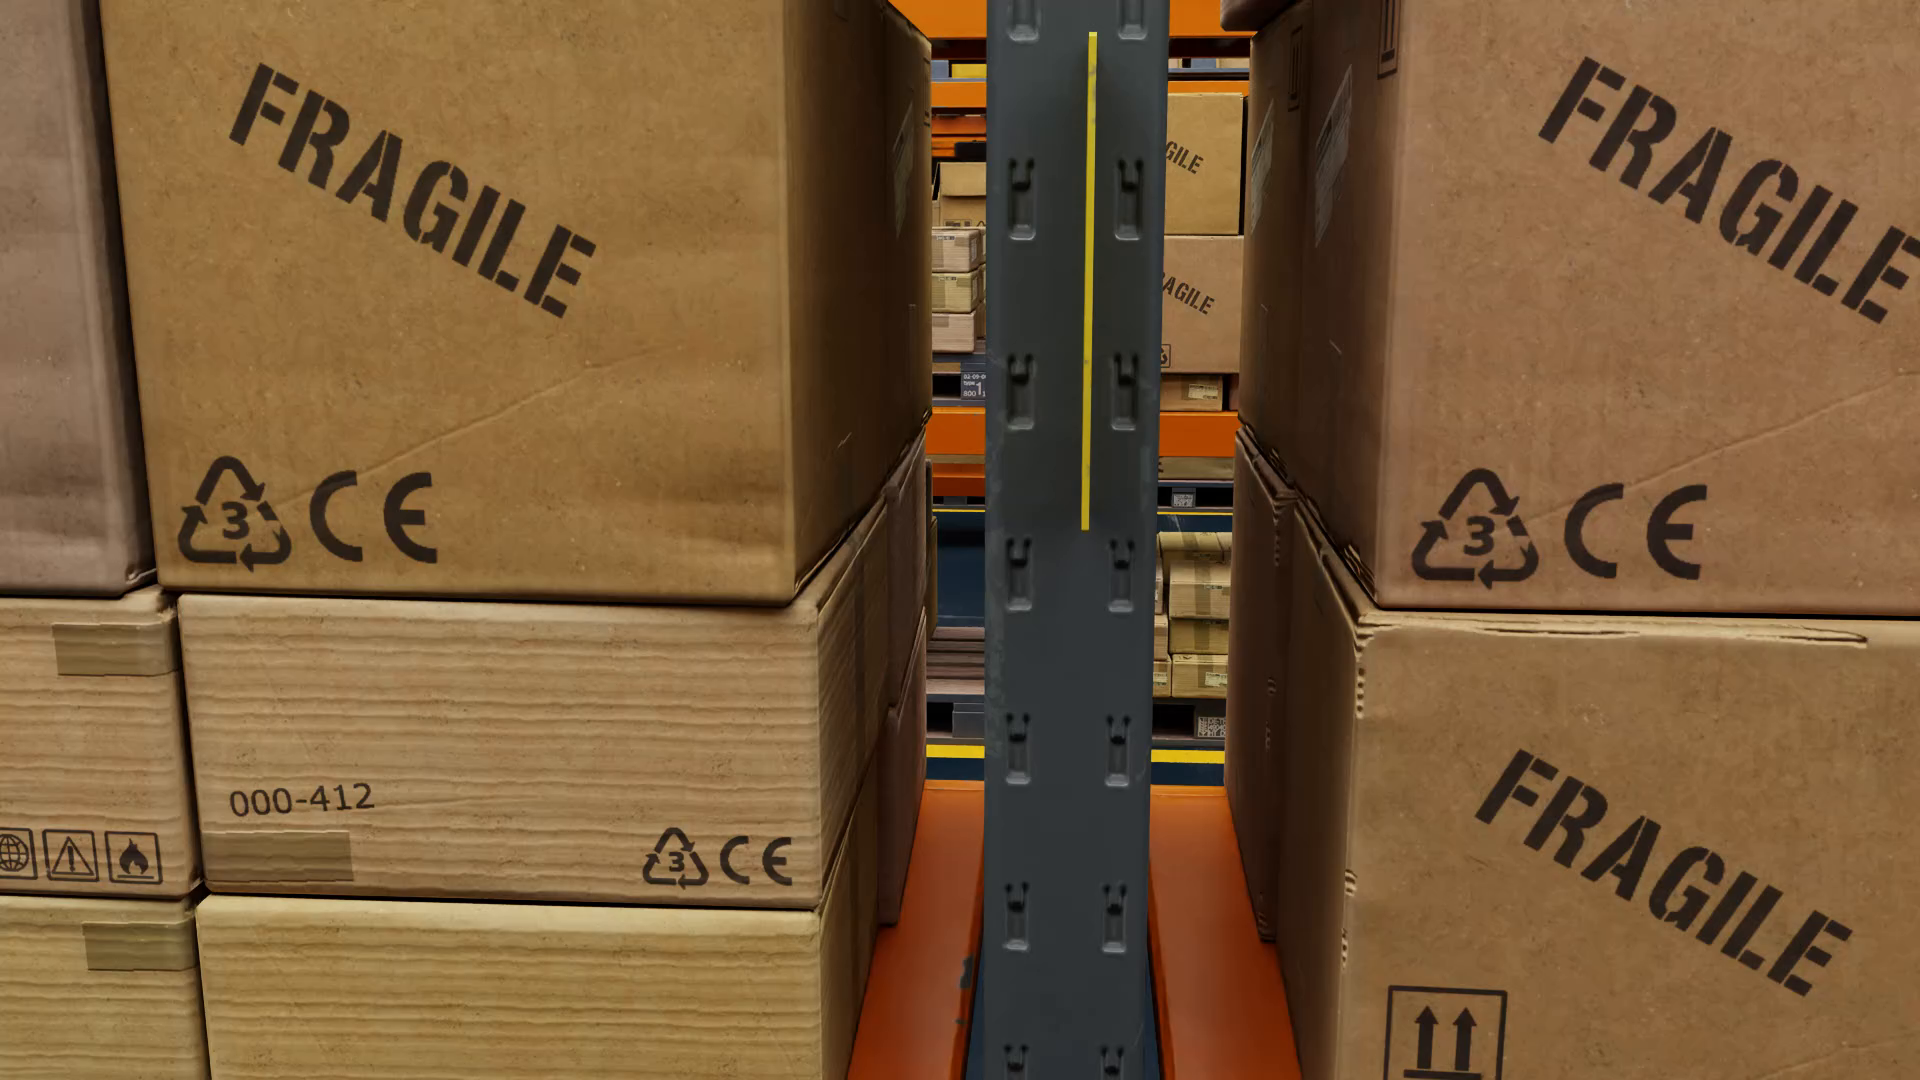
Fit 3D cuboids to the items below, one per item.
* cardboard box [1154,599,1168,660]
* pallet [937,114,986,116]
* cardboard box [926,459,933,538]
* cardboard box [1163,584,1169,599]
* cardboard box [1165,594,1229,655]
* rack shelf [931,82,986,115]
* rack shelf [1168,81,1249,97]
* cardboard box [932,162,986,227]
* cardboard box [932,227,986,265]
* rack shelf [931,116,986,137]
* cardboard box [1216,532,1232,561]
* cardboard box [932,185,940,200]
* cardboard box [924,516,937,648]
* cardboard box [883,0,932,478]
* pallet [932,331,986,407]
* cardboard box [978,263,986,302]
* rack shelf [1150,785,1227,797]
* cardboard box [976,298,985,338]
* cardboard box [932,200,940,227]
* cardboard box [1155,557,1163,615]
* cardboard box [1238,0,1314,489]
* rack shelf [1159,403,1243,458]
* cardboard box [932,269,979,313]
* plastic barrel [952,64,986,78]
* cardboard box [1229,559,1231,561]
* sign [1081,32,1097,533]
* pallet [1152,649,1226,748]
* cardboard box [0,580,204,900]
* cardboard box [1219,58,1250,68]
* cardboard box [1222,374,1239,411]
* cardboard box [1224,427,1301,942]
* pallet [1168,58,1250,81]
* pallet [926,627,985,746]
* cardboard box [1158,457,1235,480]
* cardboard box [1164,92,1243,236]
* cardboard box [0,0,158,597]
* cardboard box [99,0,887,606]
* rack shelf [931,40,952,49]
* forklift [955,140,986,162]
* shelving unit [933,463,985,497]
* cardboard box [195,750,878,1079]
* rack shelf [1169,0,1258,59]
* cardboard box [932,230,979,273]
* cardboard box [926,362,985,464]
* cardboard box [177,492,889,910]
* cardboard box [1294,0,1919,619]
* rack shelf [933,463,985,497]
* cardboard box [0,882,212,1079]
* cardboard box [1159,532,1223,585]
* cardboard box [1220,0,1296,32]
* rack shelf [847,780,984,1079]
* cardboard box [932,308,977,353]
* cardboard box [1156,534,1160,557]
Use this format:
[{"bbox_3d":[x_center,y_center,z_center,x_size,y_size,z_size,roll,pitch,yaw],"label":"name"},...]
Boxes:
[{"bbox_3d":[0.685,0.345,6.502,0.250,0.149,0.380,1,12,6],"label":"cardboard box"},{"bbox_3d":[0.319,-4.160,15.962,1.003,0.211,1.213,1,12,4],"label":"pallet"},{"bbox_3d":[-0.375,-0.182,7.062,0.500,0.250,0.500,0,12,1],"label":"cardboard box"},{"bbox_3d":[0.951,0.216,7.122,0.250,0.149,0.380,0,12,1],"label":"cardboard box"},{"bbox_3d":[0.943,0.330,6.573,0.250,0.149,0.380,1,12,4],"label":"cardboard box"},{"bbox_3d":[-1.219,-2.925,11.354,4.000,0.370,1.077,1,12,4],"label":"rack shelf"},{"bbox_3d":[2.772,-2.870,11.093,4.000,0.370,1.077,1,12,4],"label":"rack shelf"},{"bbox_3d":[0.139,-2.328,11.378,0.637,0.503,0.797,0,12,2],"label":"cardboard box"},{"bbox_3d":[-0.018,-1.242,7.016,0.250,0.149,0.380,1,12,7],"label":"cardboard box"},{"bbox_3d":[-0.888,-3.936,16.191,4.000,0.370,1.077,1,12,4],"label":"rack shelf"},{"bbox_3d":[1.223,0.078,7.051,0.250,0.149,0.380,1,12,3],"label":"cardboard box"},{"bbox_3d":[-0.241,-5.365,25.740,0.500,0.250,0.500,1,12,3],"label":"cardboard box"},{"bbox_3d":[-0.375,0.184,7.140,0.500,0.500,0.500,1,12,6],"label":"cardboard box"},{"bbox_3d":[-0.305,-0.360,1.975,0.500,0.500,0.500,1,12,4],"label":"cardboard box"},{"bbox_3d":[-0.409,-0.716,6.831,1.213,0.211,1.003,1,12,4],"label":"pallet"},{"bbox_3d":[-0.018,-1.097,7.047,0.250,0.149,0.380,1,12,5],"label":"cardboard box"},{"bbox_3d":[2.110,0.623,1.721,4.000,0.370,1.077,1,12,4],"label":"rack shelf"},{"bbox_3d":[-0.018,-0.951,7.077,0.250,0.149,0.380,0,12,1],"label":"cardboard box"},{"bbox_3d":[-0.325,-4.071,21.133,0.500,0.500,0.700,-2,12,-11],"label":"cardboard box"},{"bbox_3d":[0.674,0.176,6.583,0.250,0.149,0.380,1,12,6],"label":"cardboard box"},{"bbox_3d":[0.604,-0.345,1.905,0.500,0.500,0.500,1,12,3],"label":"cardboard box"},{"bbox_3d":[2.506,-1.610,8.795,4.006,1.845,5.958,1,12,4],"label":"rack shelf"},{"bbox_3d":[-0.066,-0.963,6.405,0.250,0.149,0.380,1,12,5],"label":"cardboard box"},{"bbox_3d":[0.183,-4.530,15.786,0.600,0.588,0.600,0,12,0],"label":"plastic barrel"},{"bbox_3d":[1.201,0.186,6.538,0.250,0.149,0.380,1,12,3],"label":"cardboard box"},{"bbox_3d":[0.088,-0.174,1.137,0.005,0.325,0.100,1,12,4],"label":"sign"},{"bbox_3d":[1.017,0.598,6.896,1.213,0.211,1.003,1,12,4],"label":"pallet"},{"bbox_3d":[-0.841,0.110,1.560,0.500,0.250,0.500,1,12,5],"label":"cardboard box"},{"bbox_3d":[3.428,-5.795,20.635,0.500,0.500,0.700,1,12,4],"label":"cardboard box"},{"bbox_3d":[1.137,-0.594,6.397,0.250,0.149,0.380,0,12,1],"label":"cardboard box"},{"bbox_3d":[0.594,0.149,1.988,0.500,0.500,0.500,1,12,4],"label":"cardboard box"},{"bbox_3d":[1.592,-3.193,11.095,1.213,0.211,1.003,1,12,4],"label":"pallet"},{"bbox_3d":[-0.433,0.585,6.954,1.213,0.211,1.003,1,12,4],"label":"pallet"},{"bbox_3d":[1.430,-0.921,11.510,0.875,0.875,0.875,1,12,4],"label":"cardboard box"},{"bbox_3d":[0.778,-1.397,6.209,0.500,0.500,0.500,1,12,5],"label":"cardboard box"},{"bbox_3d":[-0.865,-0.255,1.477,0.500,0.500,0.500,1,12,5],"label":"cardboard box"},{"bbox_3d":[-0.348,-0.250,1.450,0.500,0.500,0.500,1,12,6],"label":"cardboard box"},{"bbox_3d":[-1.651,-2.008,6.497,3.809,0.124,0.919,1,12,4],"label":"rack shelf"},{"bbox_3d":[0.518,-2.254,13.883,3.031,2.935,1.130,3,12,13],"label":"forklift"},{"bbox_3d":[0.007,-0.550,10.152,1.048,1.125,0.538,1,12,4],"label":"shelving unit"},{"bbox_3d":[-0.350,0.362,1.577,0.500,0.250,0.500,1,12,2],"label":"cardboard box"},{"bbox_3d":[2.340,-1.858,6.255,4.000,0.370,1.077,1,12,4],"label":"rack shelf"},{"bbox_3d":[-0.069,-1.109,6.377,0.250,0.149,0.380,1,12,6],"label":"cardboard box"},{"bbox_3d":[0.137,-0.951,11.654,0.875,0.875,1.225,1,12,4],"label":"cardboard box"},{"bbox_3d":[-0.342,0.116,1.534,0.500,0.250,0.500,1,12,4],"label":"cardboard box"},{"bbox_3d":[0.573,-0.239,1.398,0.500,0.500,0.500,1,12,4],"label":"cardboard box"},{"bbox_3d":[0.007,-0.311,10.203,1.000,0.278,0.538,1,12,4],"label":"rack shelf"},{"bbox_3d":[-0.858,0.355,1.611,0.500,0.250,0.500,1,12,3],"label":"cardboard box"},{"bbox_3d":[0.974,0.077,7.060,0.250,0.149,0.380,1,12,4],"label":"cardboard box"},{"bbox_3d":[0.443,-0.673,1.890,0.250,0.149,0.380,1,12,3],"label":"cardboard box"},{"bbox_3d":[-1.881,0.568,1.983,4.000,0.370,1.077,1,12,4],"label":"rack shelf"},{"bbox_3d":[-0.065,-0.817,6.435,0.250,0.149,0.380,1,12,2],"label":"cardboard box"},{"bbox_3d":[0.717,0.081,7.038,0.250,0.149,0.380,1,12,5],"label":"cardboard box"}]
